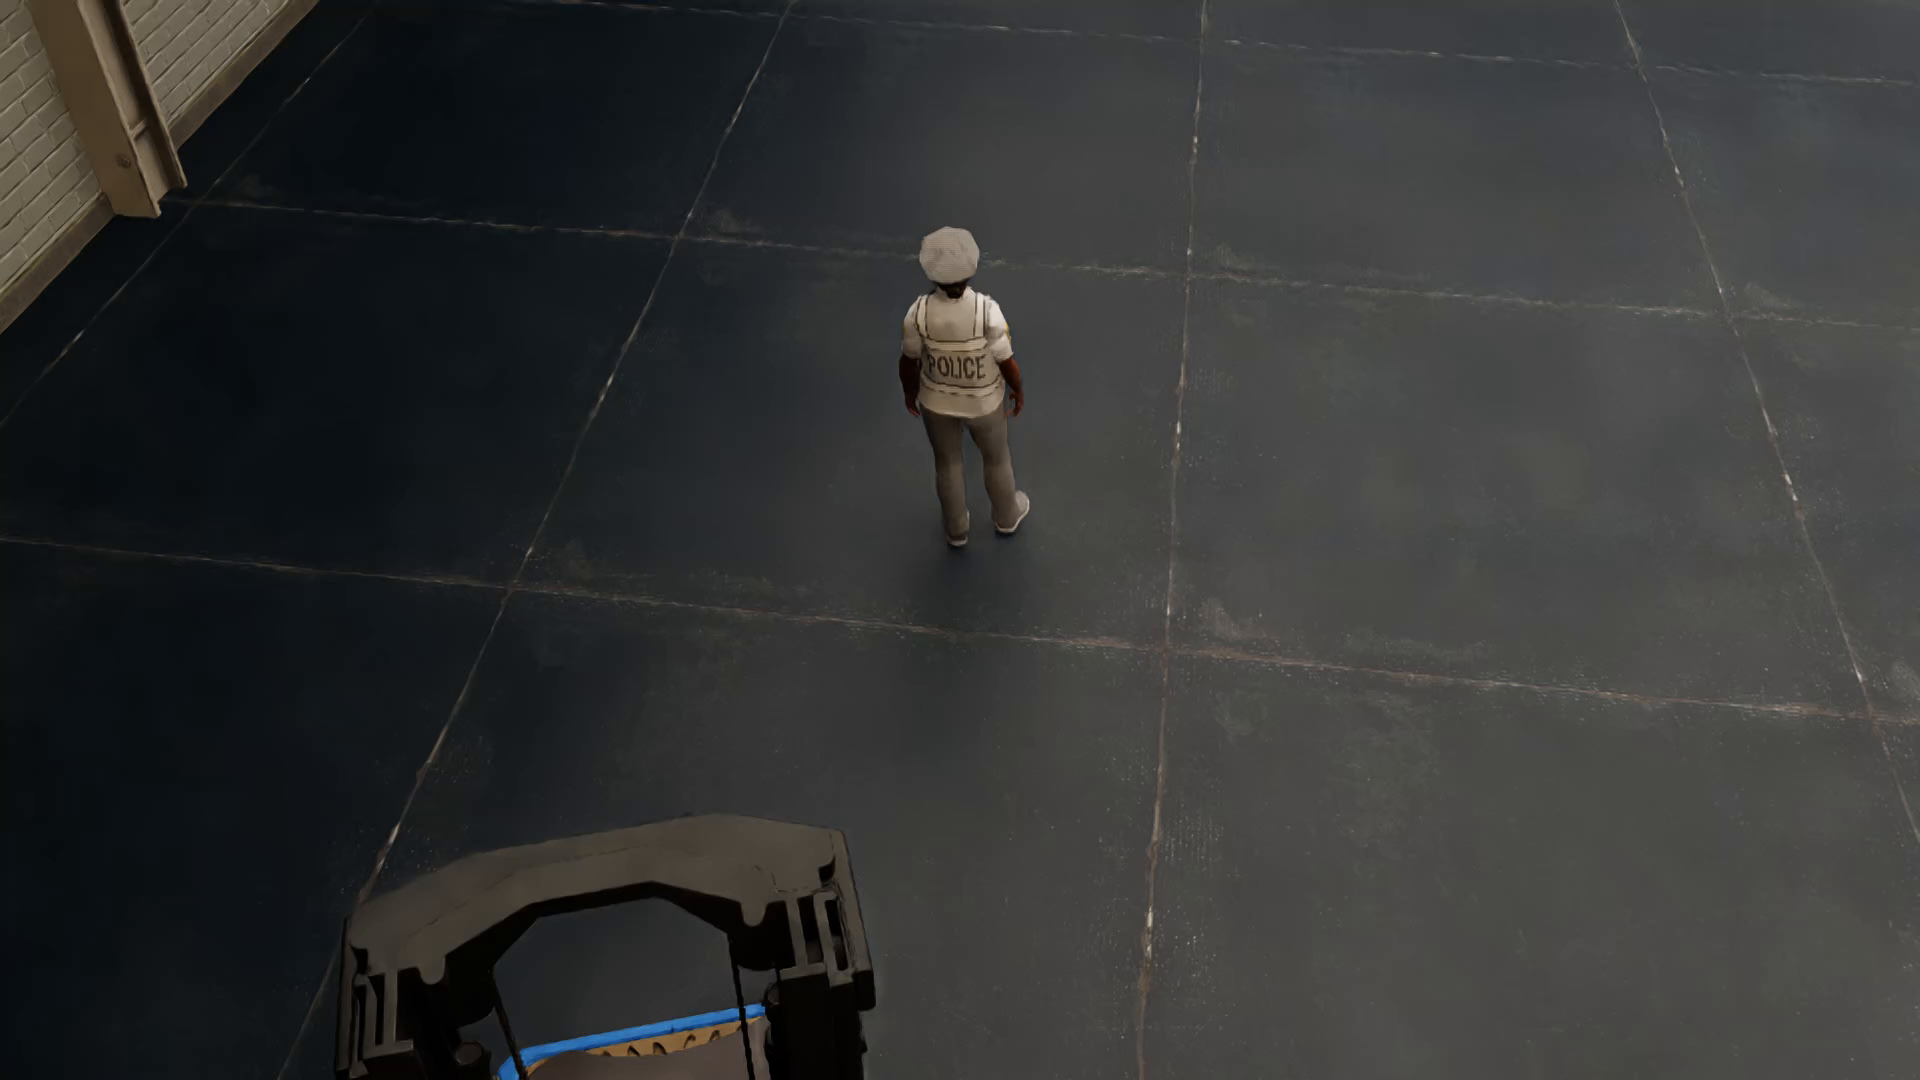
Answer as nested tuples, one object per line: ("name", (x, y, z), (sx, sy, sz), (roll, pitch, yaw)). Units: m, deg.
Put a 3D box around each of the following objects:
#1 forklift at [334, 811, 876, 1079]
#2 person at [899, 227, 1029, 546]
("forklift", (-0.516, 2.073, 3.467), (1.130, 2.935, 3.031), (-8, 43, -9))
("person", (0.029, -0.678, 7.365), (0.570, 1.695, 0.529), (5, 43, 6))
